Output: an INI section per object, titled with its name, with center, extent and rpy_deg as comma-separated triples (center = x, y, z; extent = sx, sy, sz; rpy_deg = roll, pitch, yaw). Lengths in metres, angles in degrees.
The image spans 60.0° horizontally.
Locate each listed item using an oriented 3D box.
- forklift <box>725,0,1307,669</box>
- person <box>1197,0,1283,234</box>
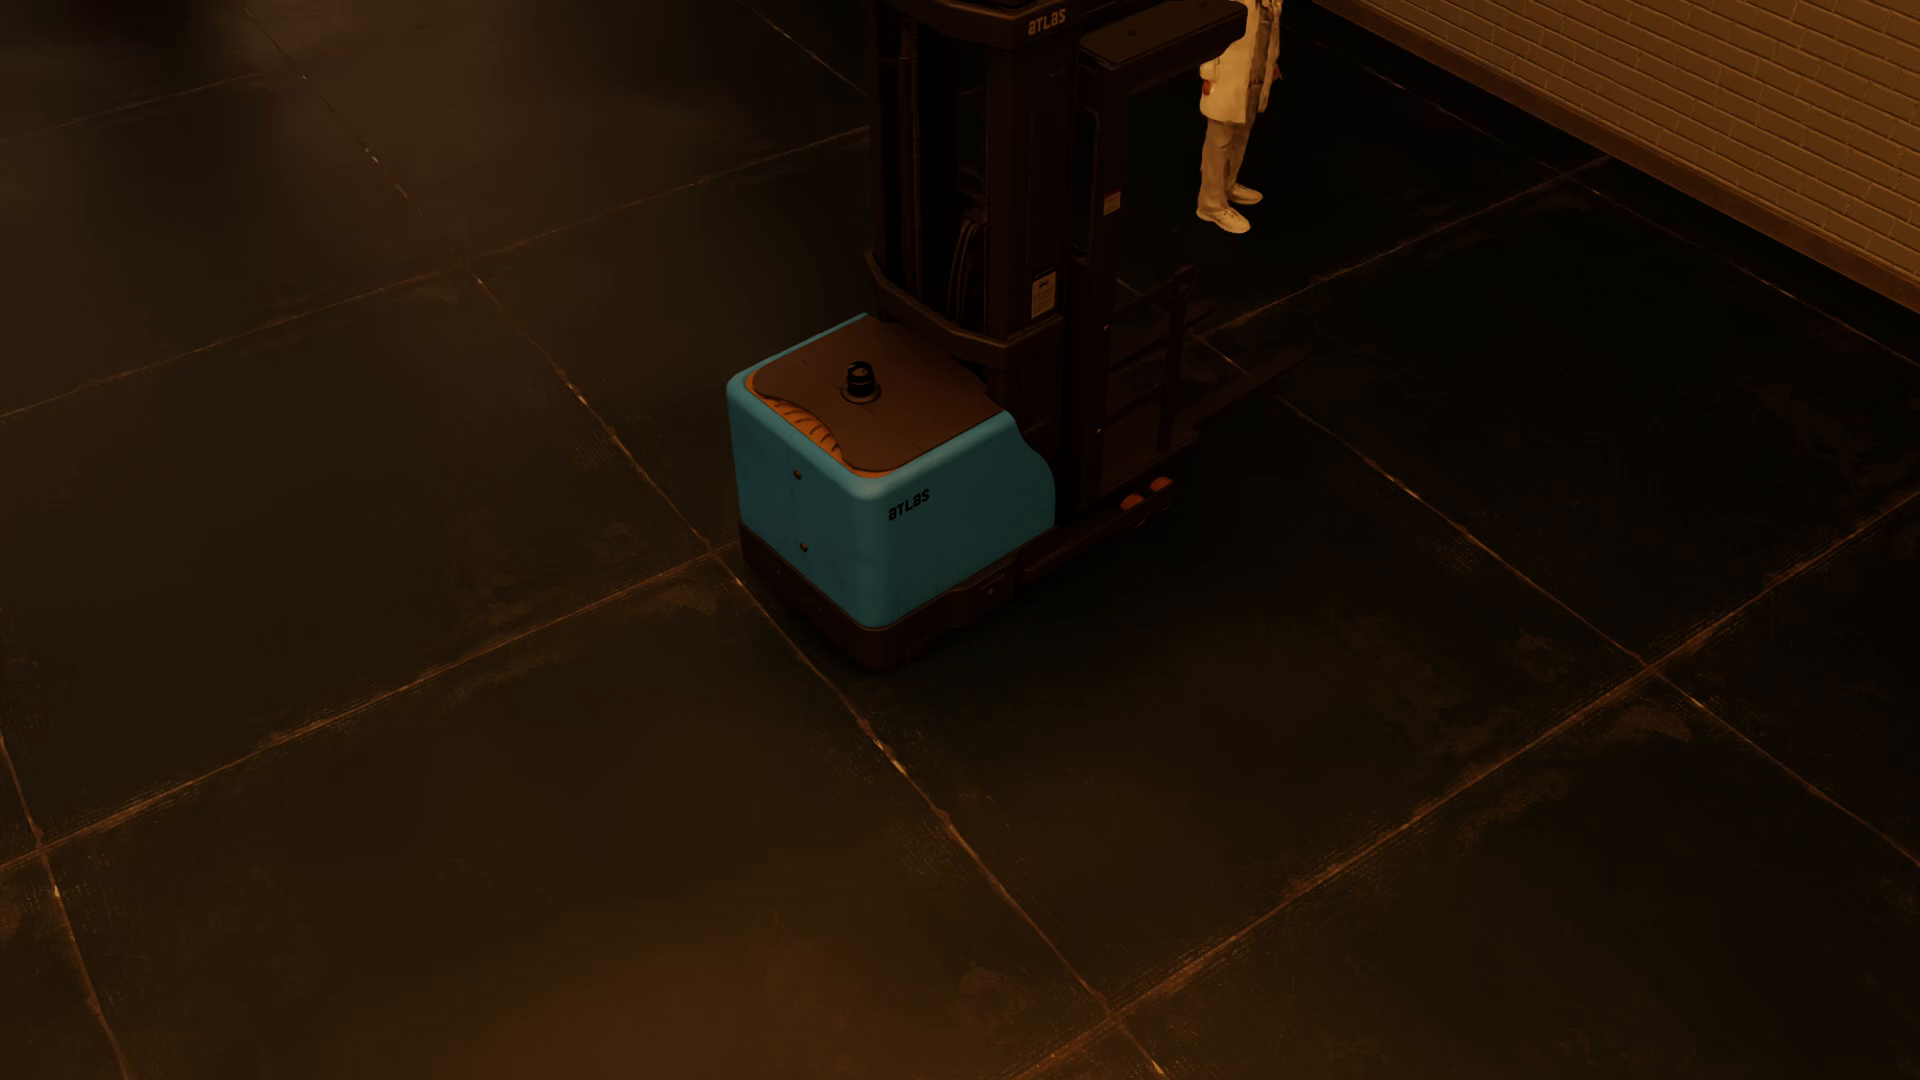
[forklift]
center = 0.432, -1.377, 7.210
extent = 3.031, 2.935, 1.130
rpy_deg = -30, 51, -29
[person]
center = 1.639, -2.636, 9.427
extent = 0.556, 1.780, 0.516
rpy_deg = -24, 48, -24
